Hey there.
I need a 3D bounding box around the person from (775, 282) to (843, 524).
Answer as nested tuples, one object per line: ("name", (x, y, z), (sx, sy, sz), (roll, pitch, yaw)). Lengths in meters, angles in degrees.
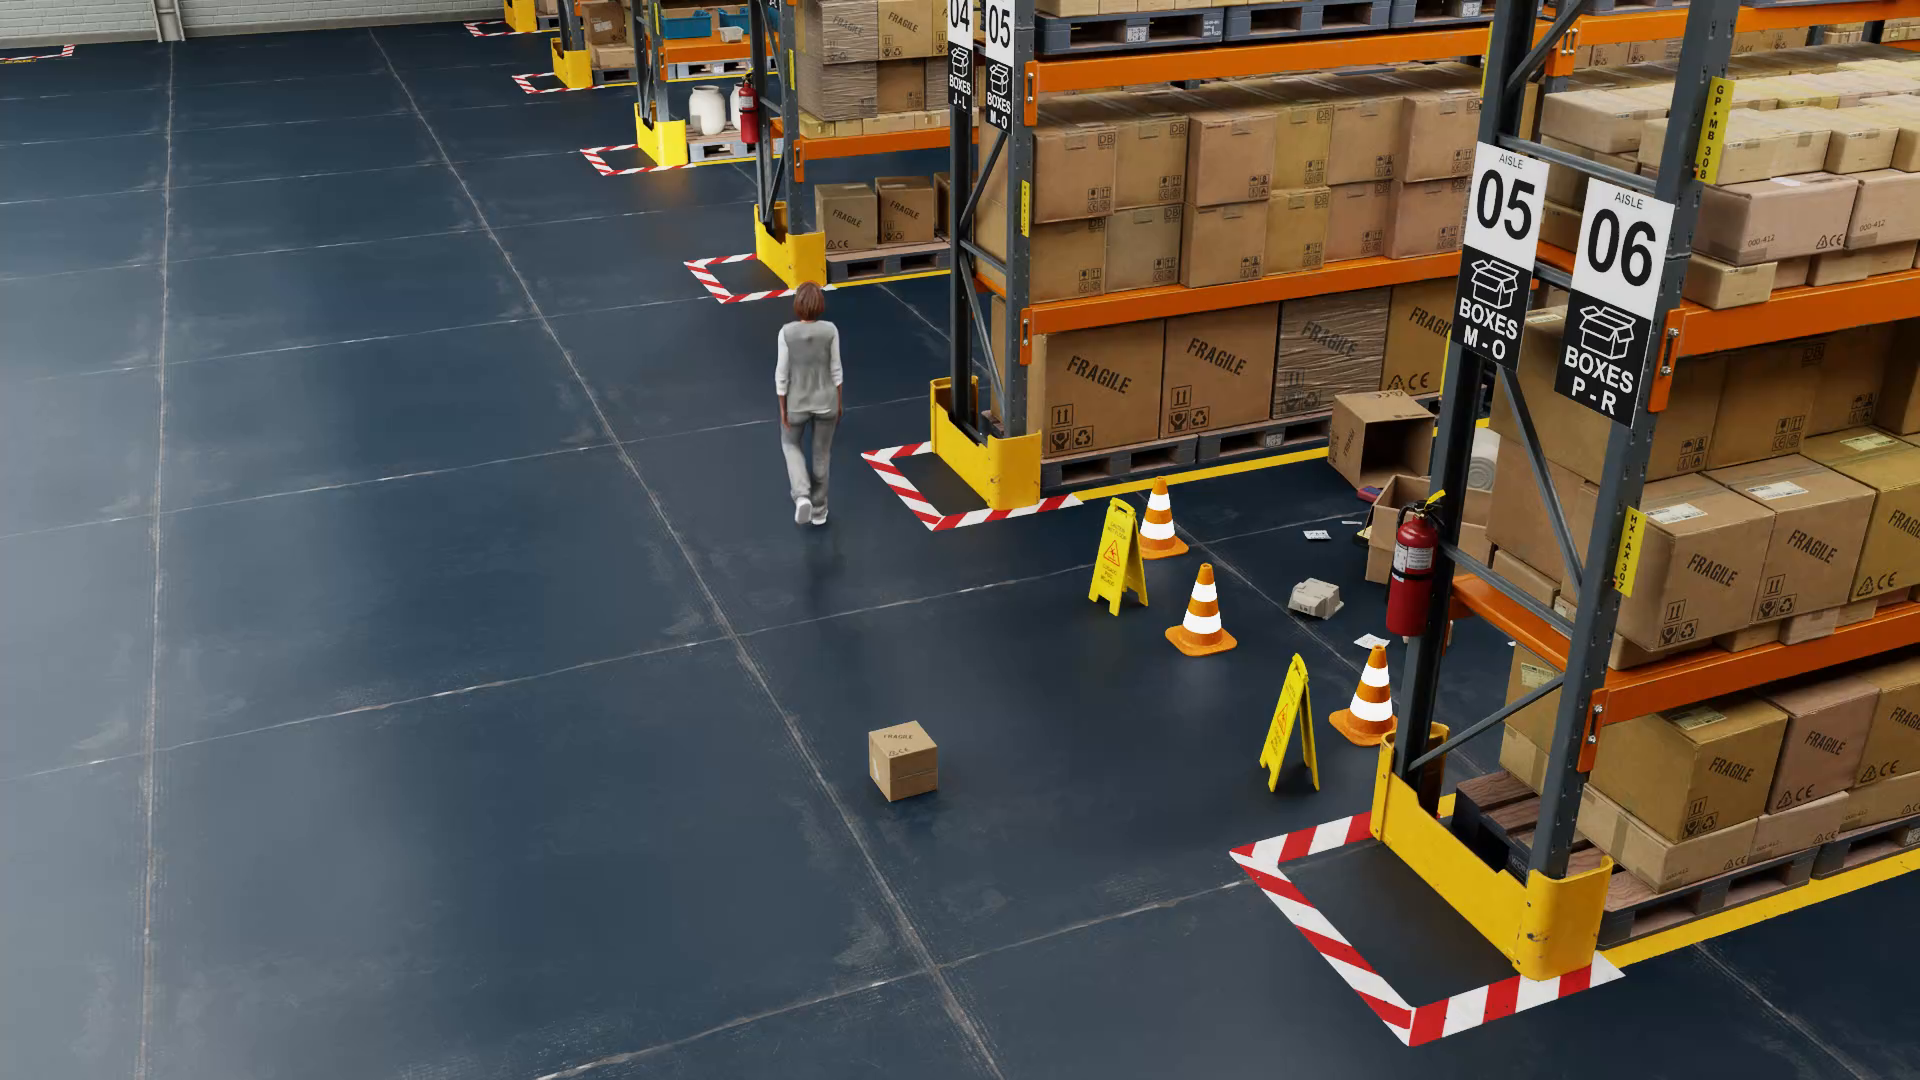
("person", (-0.922, -0.819, 10.227), (0.414, 1.590, 0.449), (-4, 27, -8))
